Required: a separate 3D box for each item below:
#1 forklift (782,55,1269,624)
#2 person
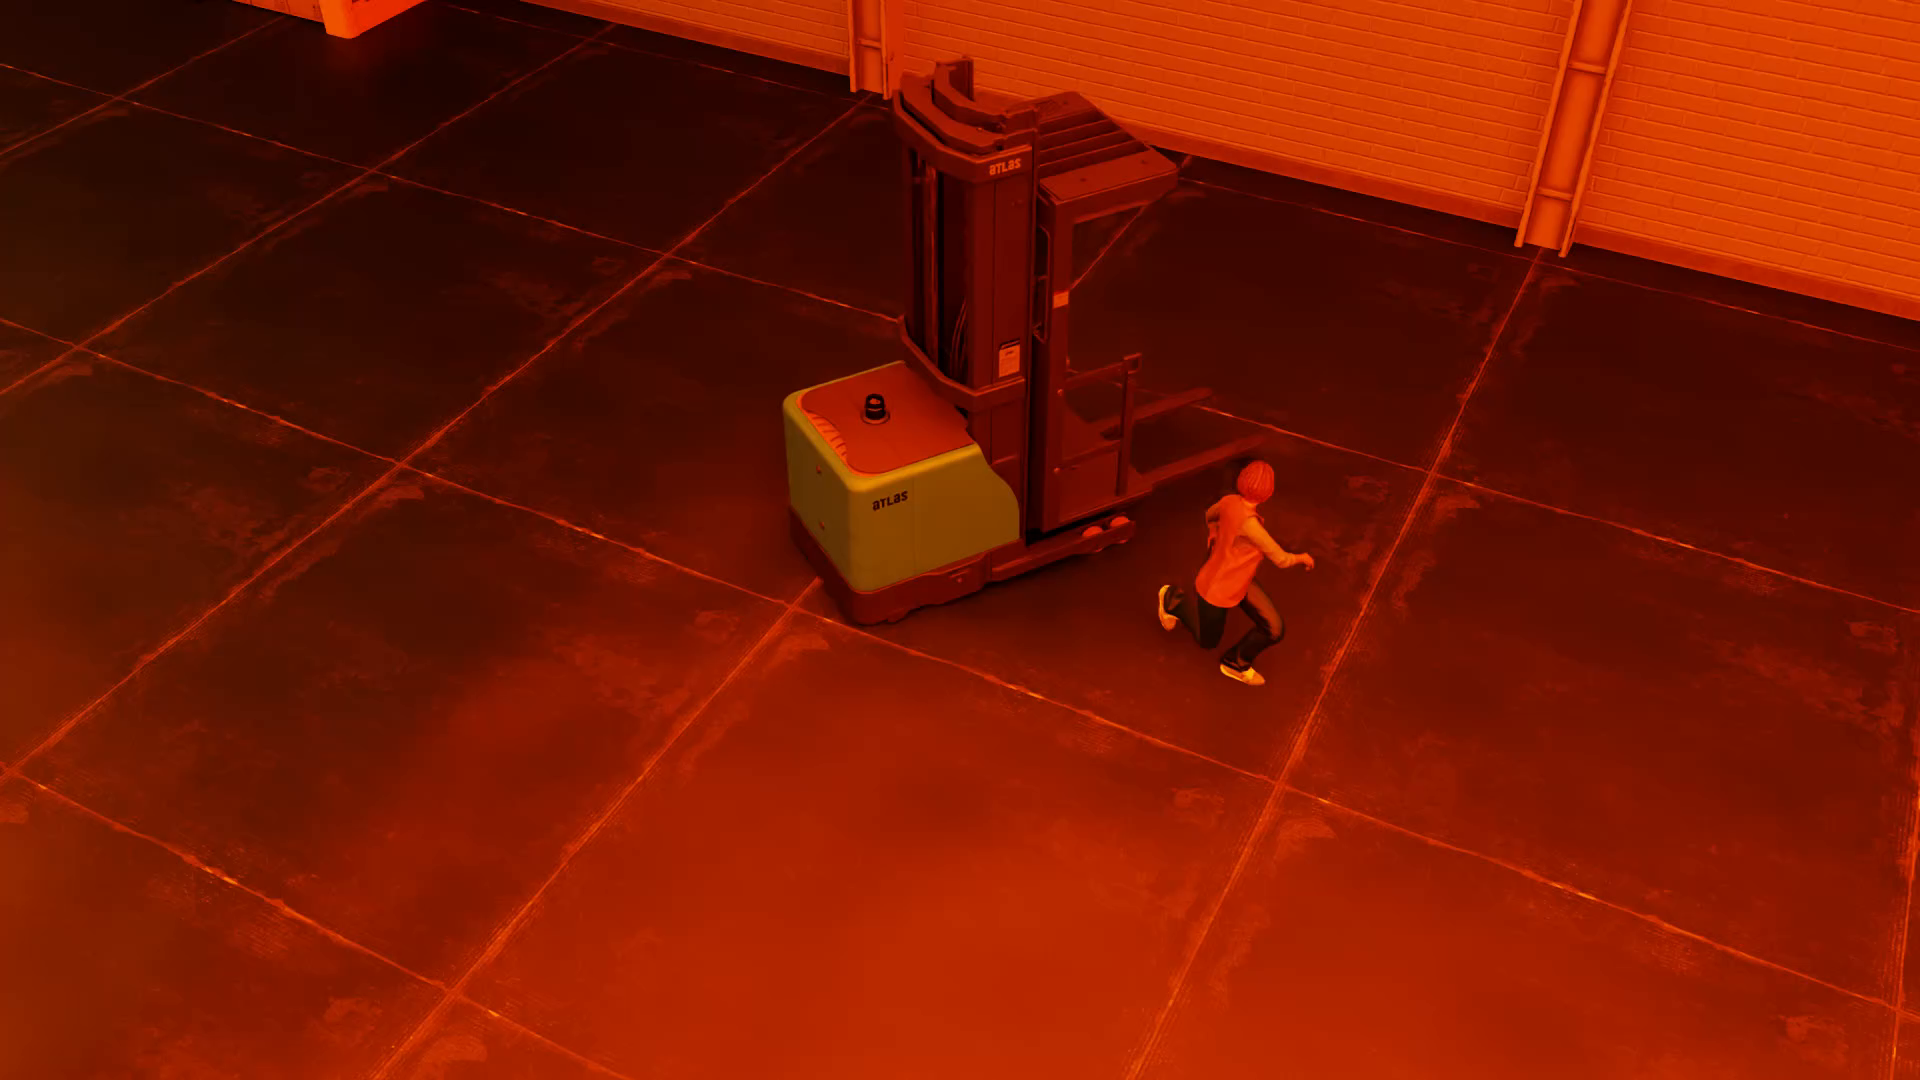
[{"bbox_3d":[0.501,-1.319,9.552,3.031,2.935,1.130,-19,44,-22],"label":"forklift"},{"bbox_3d":[1.468,0.148,9.068,0.823,1.366,0.547,23,45,25],"label":"person"}]
